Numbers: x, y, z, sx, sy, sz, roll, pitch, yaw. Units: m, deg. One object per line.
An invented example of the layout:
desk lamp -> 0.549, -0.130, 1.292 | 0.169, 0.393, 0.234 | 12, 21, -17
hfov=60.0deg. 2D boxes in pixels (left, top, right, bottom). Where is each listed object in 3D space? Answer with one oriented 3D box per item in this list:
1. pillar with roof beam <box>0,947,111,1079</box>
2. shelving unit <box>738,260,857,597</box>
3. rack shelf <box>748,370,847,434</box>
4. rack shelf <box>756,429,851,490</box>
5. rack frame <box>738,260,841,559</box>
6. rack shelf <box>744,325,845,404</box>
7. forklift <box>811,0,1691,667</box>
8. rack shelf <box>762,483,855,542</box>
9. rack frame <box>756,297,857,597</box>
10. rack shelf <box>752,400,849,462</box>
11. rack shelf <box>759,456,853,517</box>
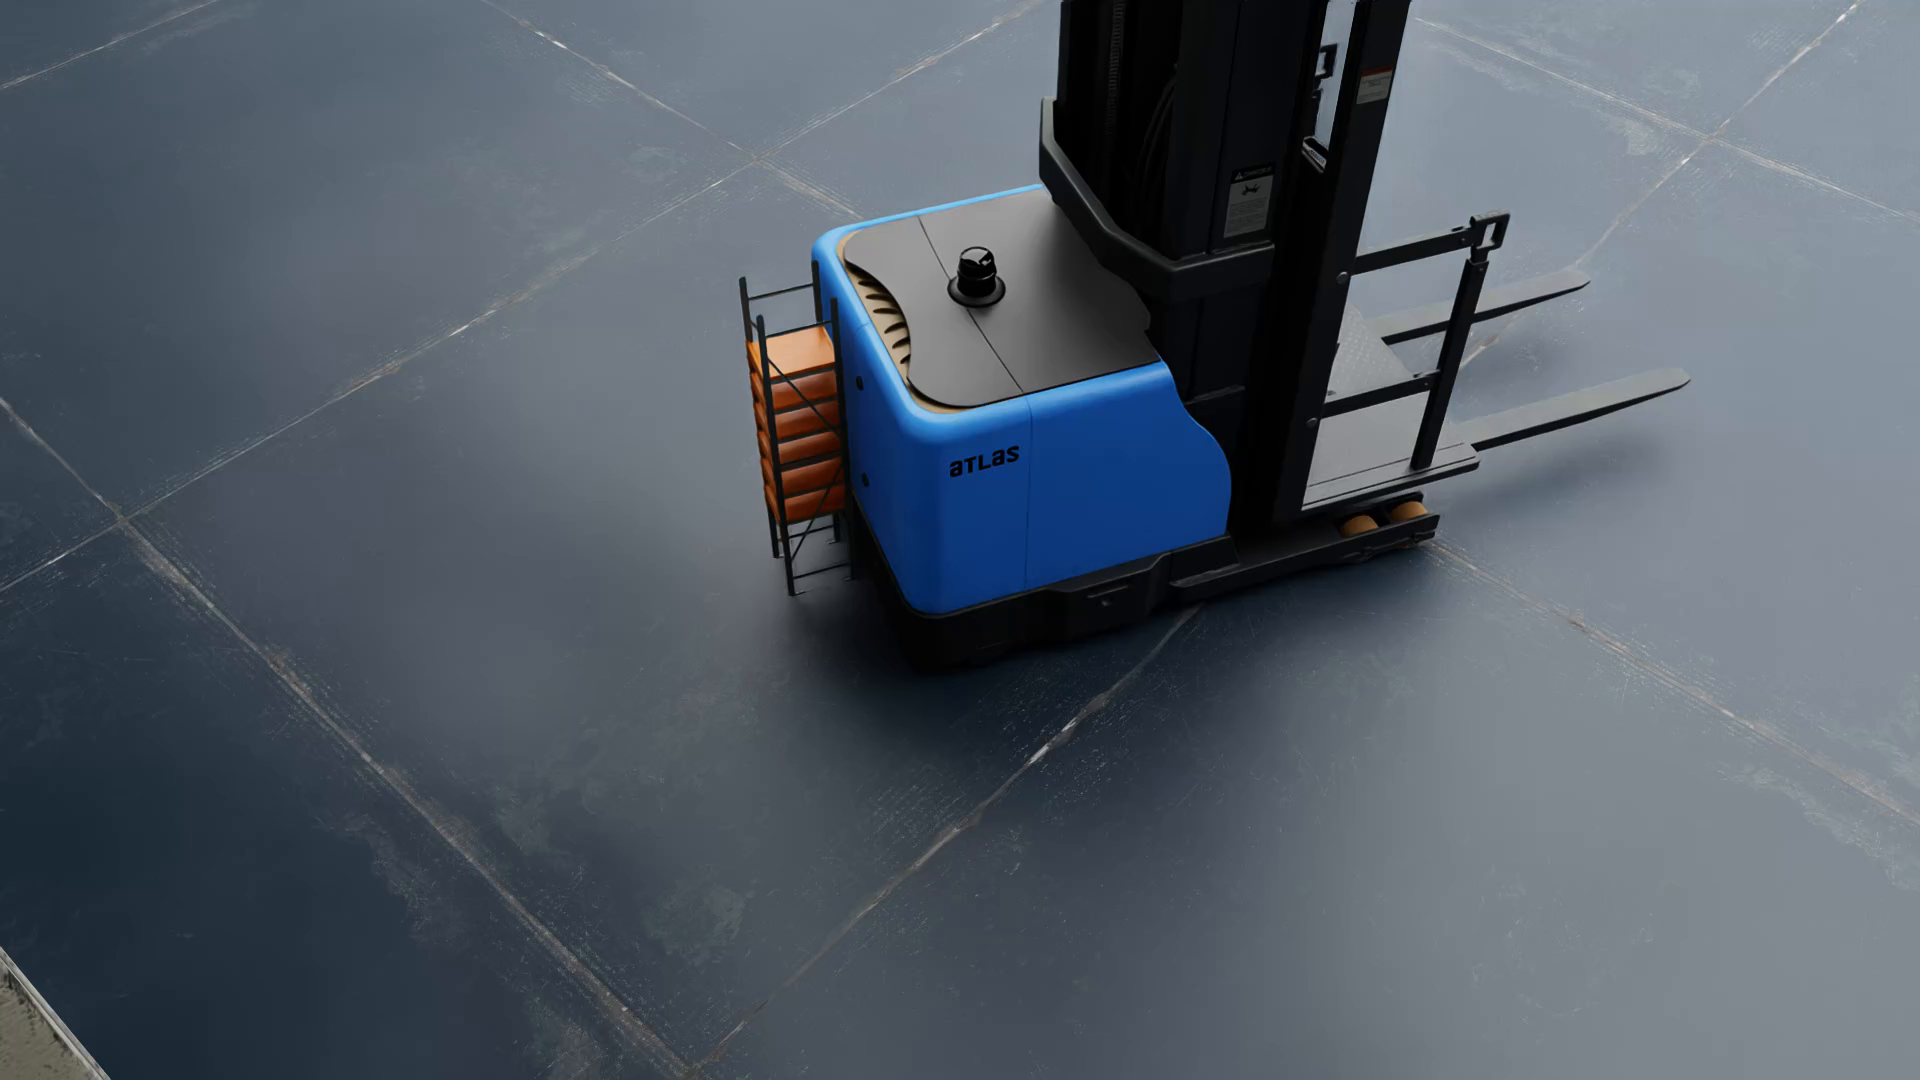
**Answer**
pillar with roof beam -> 1.402, -3.337, 2.702 | 0.400, 9.000, 9.100 | 34, 55, 28
shelving unit -> -0.494, -0.314, 5.213 | 0.258, 1.200, 0.189 | -15, 49, -14
rack shelf -> -0.494, -0.448, 5.070 | 0.258, 0.103, 0.180 | -15, 49, -14
rack shelf -> -0.493, -0.284, 5.245 | 0.258, 0.103, 0.180 | -15, 49, -14
rack frame -> -0.526, -0.377, 5.271 | 0.240, 1.200, 0.006 | -15, 49, -14
rack shelf -> -0.494, -0.530, 4.982 | 0.258, 0.103, 0.180 | -15, 49, -14
forklift -> 1.096, -1.272, 4.925 | 3.031, 2.935, 1.130 | -15, 49, -14
rack shelf -> -0.493, -0.120, 5.420 | 0.258, 0.103, 0.180 | -15, 49, -14
rack frame -> -0.461, -0.252, 5.154 | 0.240, 1.200, 0.006 | -15, 49, -14
rack shelf -> -0.494, -0.366, 5.157 | 0.258, 0.103, 0.180 | -15, 49, -14
rack shelf -> -0.493, -0.202, 5.333 | 0.258, 0.103, 0.180 | -15, 49, -14
